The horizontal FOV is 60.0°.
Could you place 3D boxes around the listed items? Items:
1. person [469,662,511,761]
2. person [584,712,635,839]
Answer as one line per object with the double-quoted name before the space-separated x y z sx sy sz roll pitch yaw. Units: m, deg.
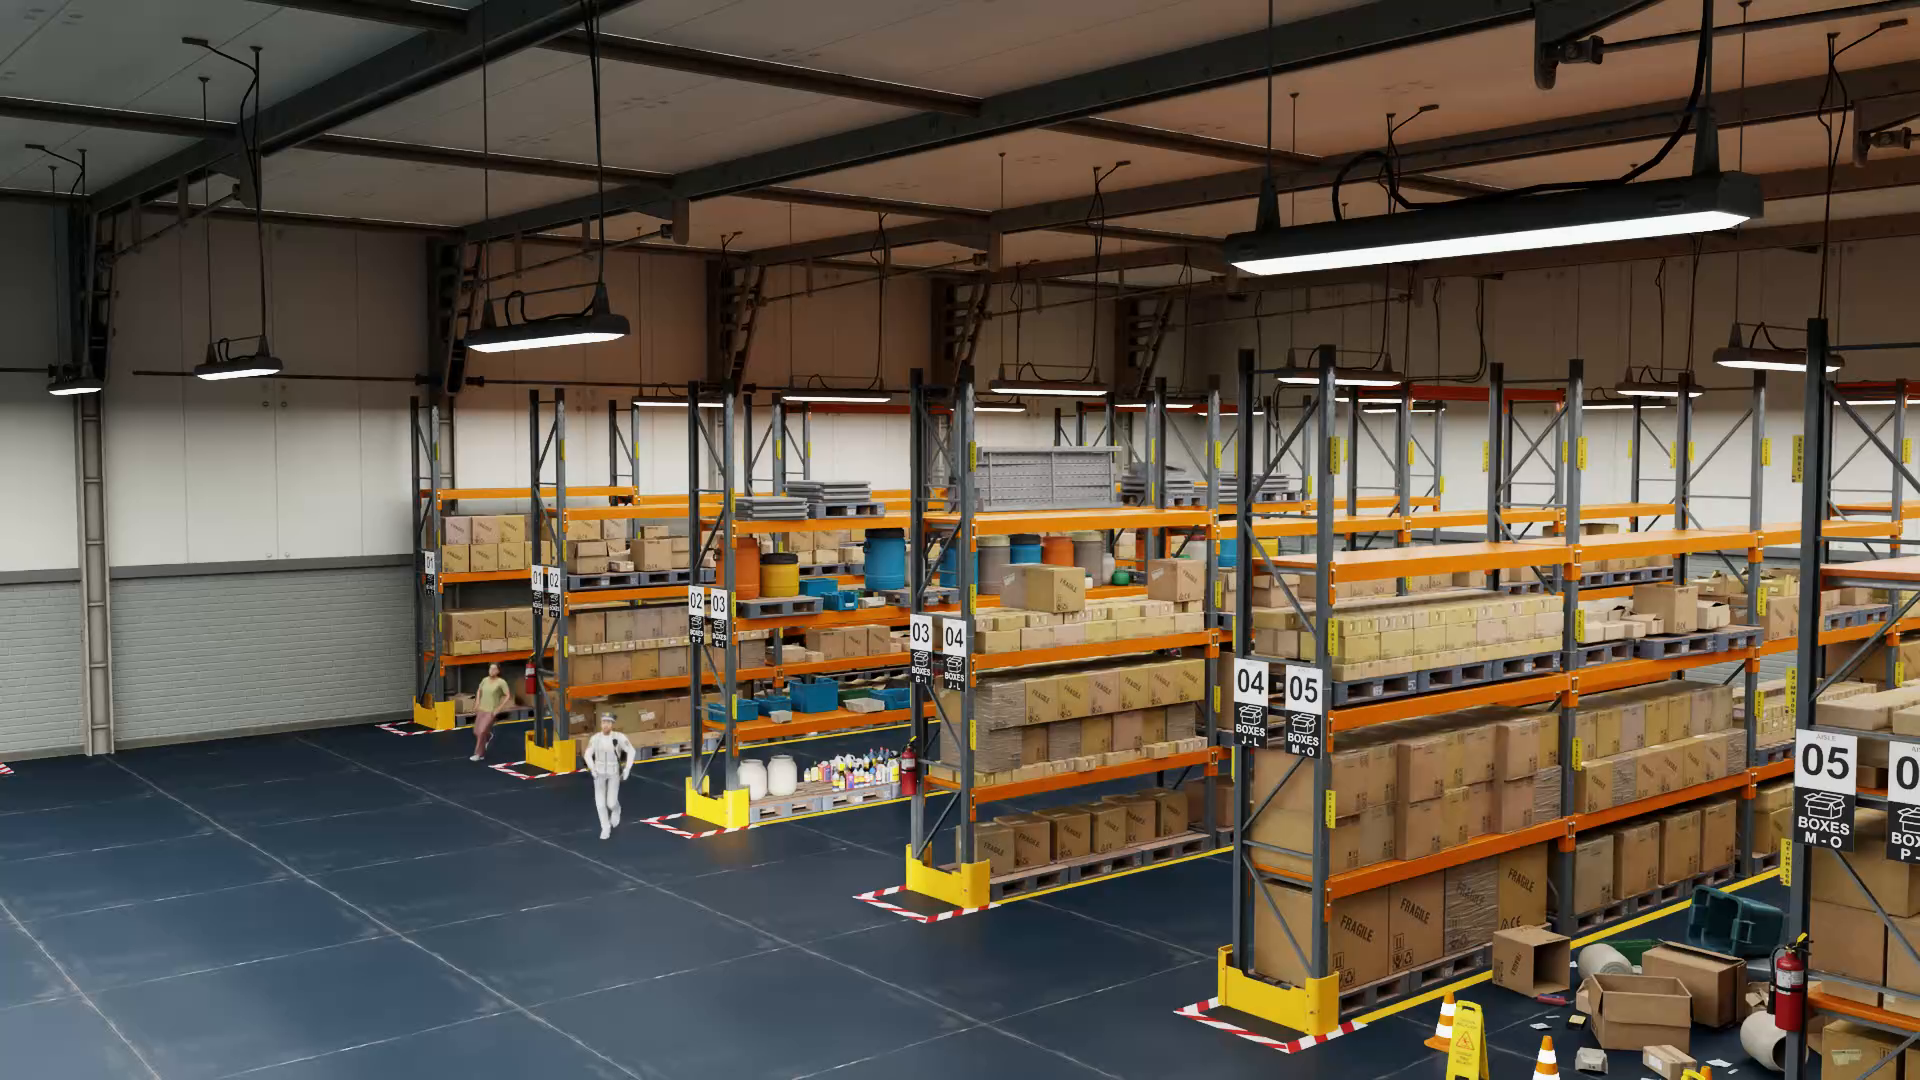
"person" -7.604 2.805 27.014 0.599 1.526 0.556 1 3 14
"person" -4.596 3.064 21.778 0.655 1.661 0.564 0 3 -3
